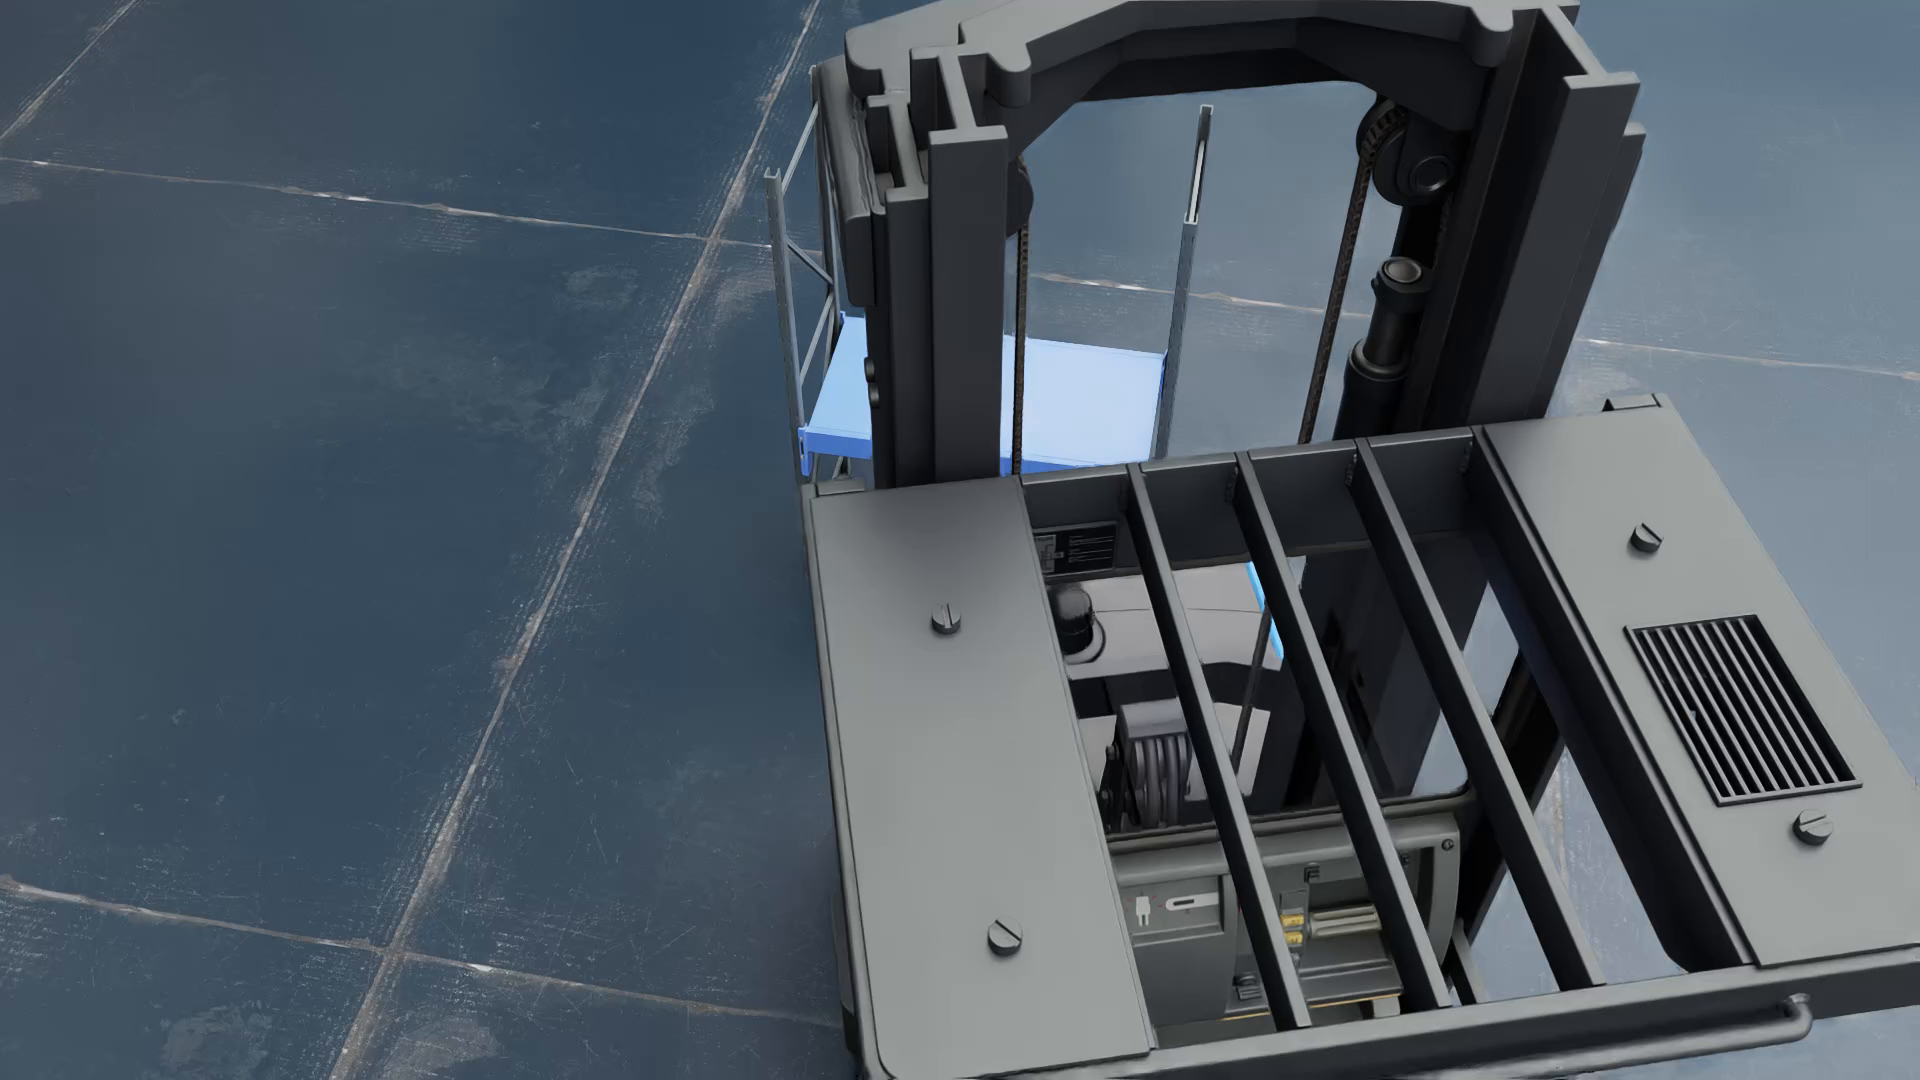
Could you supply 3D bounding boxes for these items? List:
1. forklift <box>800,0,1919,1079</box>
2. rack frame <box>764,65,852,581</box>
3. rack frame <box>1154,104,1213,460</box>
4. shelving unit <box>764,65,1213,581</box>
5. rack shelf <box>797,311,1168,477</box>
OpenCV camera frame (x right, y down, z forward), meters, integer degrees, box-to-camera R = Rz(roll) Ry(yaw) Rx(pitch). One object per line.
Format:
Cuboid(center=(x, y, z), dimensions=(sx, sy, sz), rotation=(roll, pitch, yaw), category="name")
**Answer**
Cuboid(center=(0.391, 0.786, 2.573), dimensions=(1.130, 2.935, 3.031), rotation=(-6, 48, -6), category="forklift")
Cuboid(center=(-0.416, -0.557, 4.742), dimensions=(0.032, 1.500, 0.500), rotation=(8, 49, 7), category="rack frame")
Cuboid(center=(0.584, -0.423, 4.622), dimensions=(0.032, 1.500, 0.500), rotation=(8, 49, 7), category="rack frame")
Cuboid(center=(0.084, -0.490, 4.682), dimensions=(1.048, 1.500, 0.538), rotation=(8, 49, 7), category="shelving unit")
Cuboid(center=(0.084, -0.370, 4.816), dimensions=(1.000, 0.185, 0.538), rotation=(8, 49, 7), category="rack shelf")
